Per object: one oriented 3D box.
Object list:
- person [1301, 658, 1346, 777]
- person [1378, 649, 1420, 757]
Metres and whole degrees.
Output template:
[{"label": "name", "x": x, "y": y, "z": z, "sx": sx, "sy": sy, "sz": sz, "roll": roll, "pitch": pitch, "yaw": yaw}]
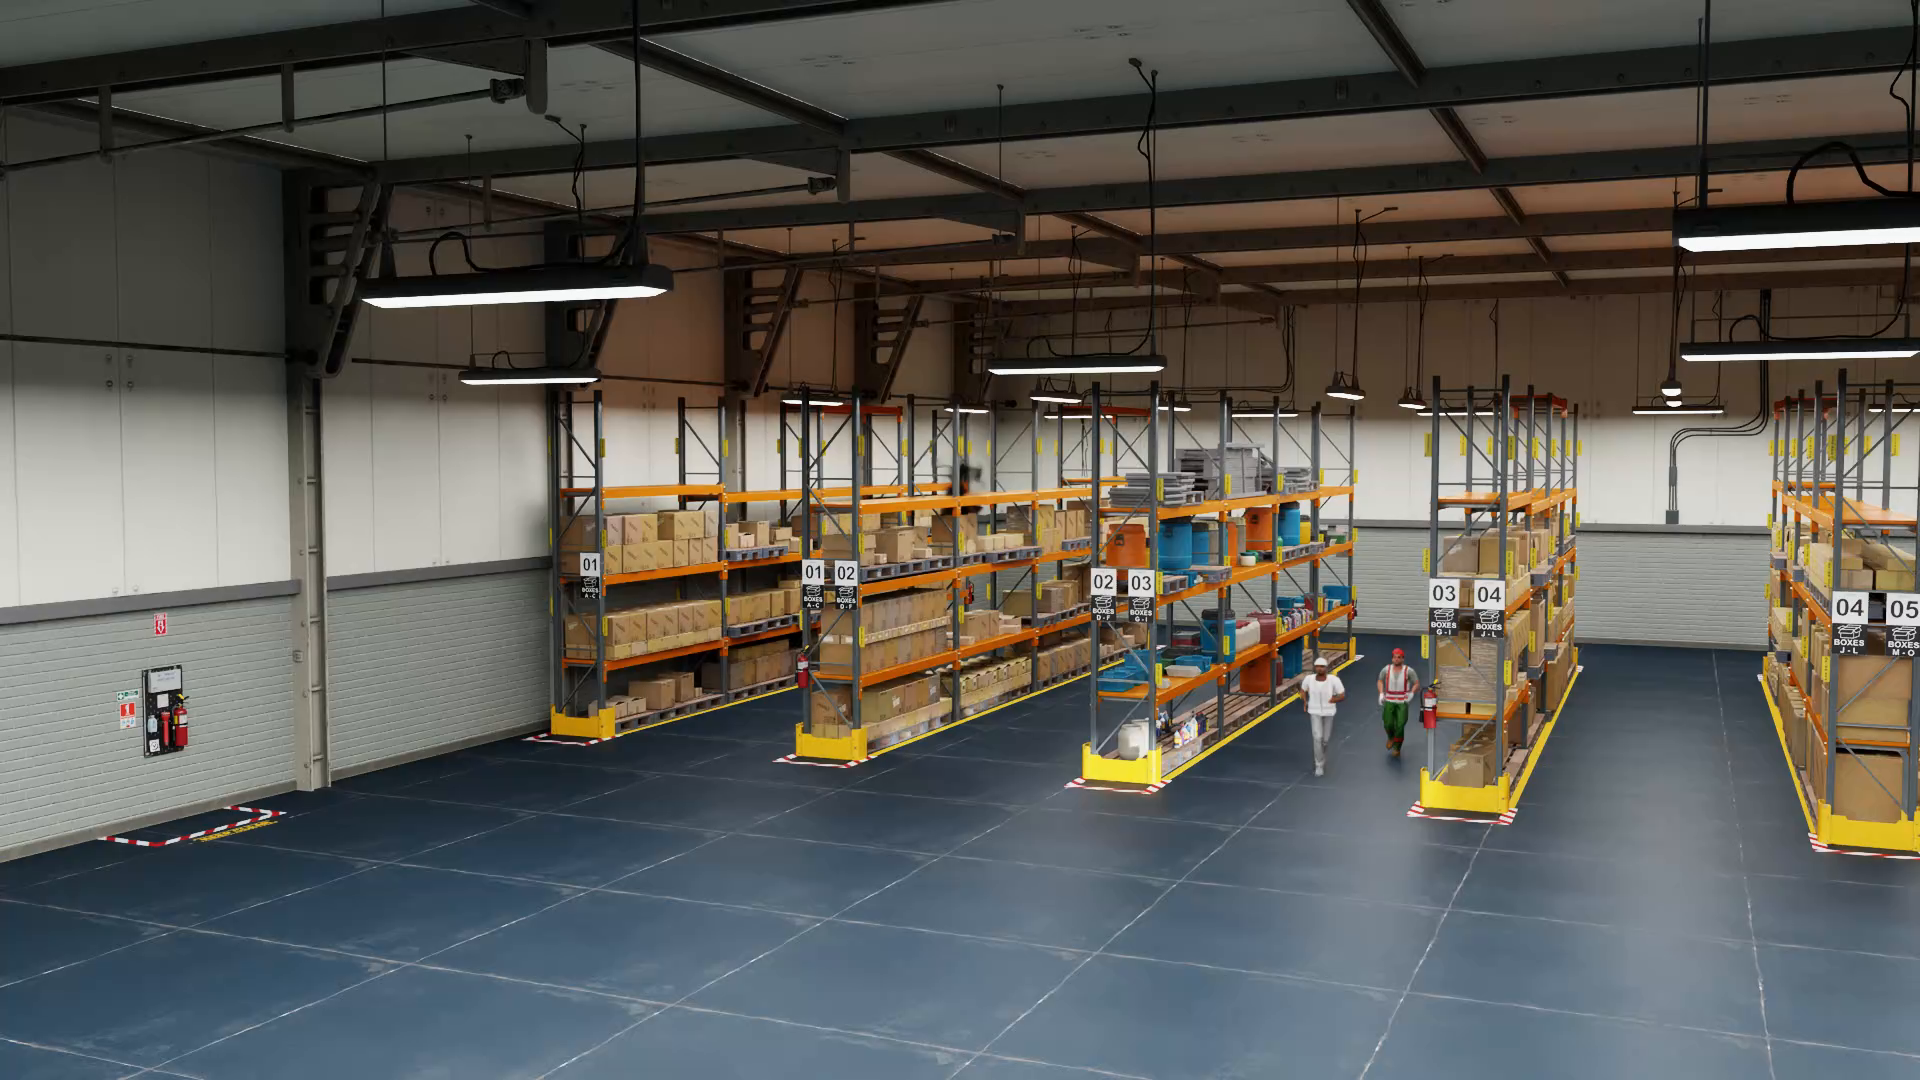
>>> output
[{"label": "person", "x": 5.607, "y": 2.698, "z": 25.684, "sx": 0.682, "sy": 1.779, "sz": 0.914, "roll": 1, "pitch": 3, "yaw": 11}, {"label": "person", "x": 7.120, "y": 2.636, "z": 27.023, "sx": 0.673, "sy": 1.751, "sz": 0.590, "roll": 1, "pitch": 3, "yaw": 21}]
